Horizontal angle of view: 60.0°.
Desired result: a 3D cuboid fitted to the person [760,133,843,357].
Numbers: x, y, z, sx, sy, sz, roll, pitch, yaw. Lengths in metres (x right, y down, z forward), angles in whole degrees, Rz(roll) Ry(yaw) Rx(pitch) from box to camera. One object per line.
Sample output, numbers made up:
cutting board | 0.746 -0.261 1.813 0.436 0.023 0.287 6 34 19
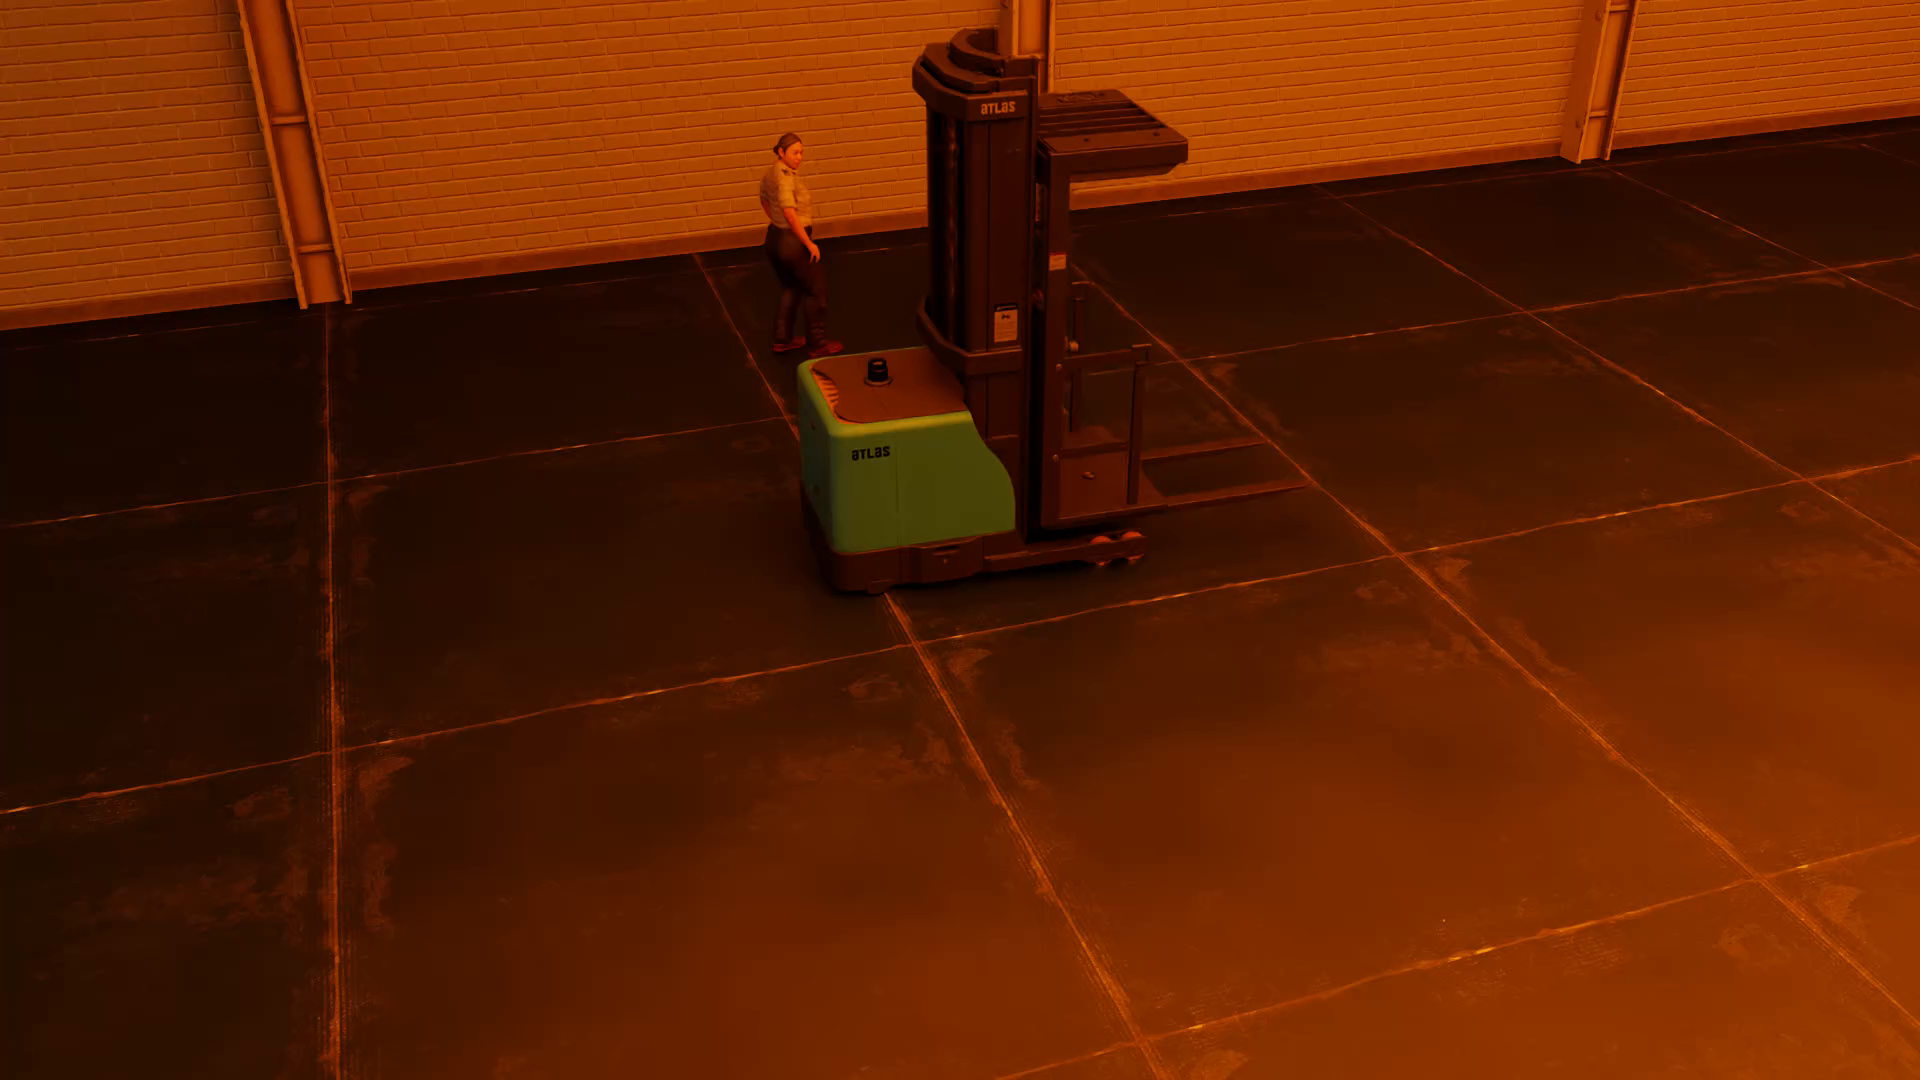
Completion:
person | -1.179 -2.156 12.144 0.487 1.631 0.687 -18 34 -28

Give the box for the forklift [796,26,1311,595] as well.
forklift | 0.606 -1.369 9.466 3.031 2.935 1.130 -8 31 -14
